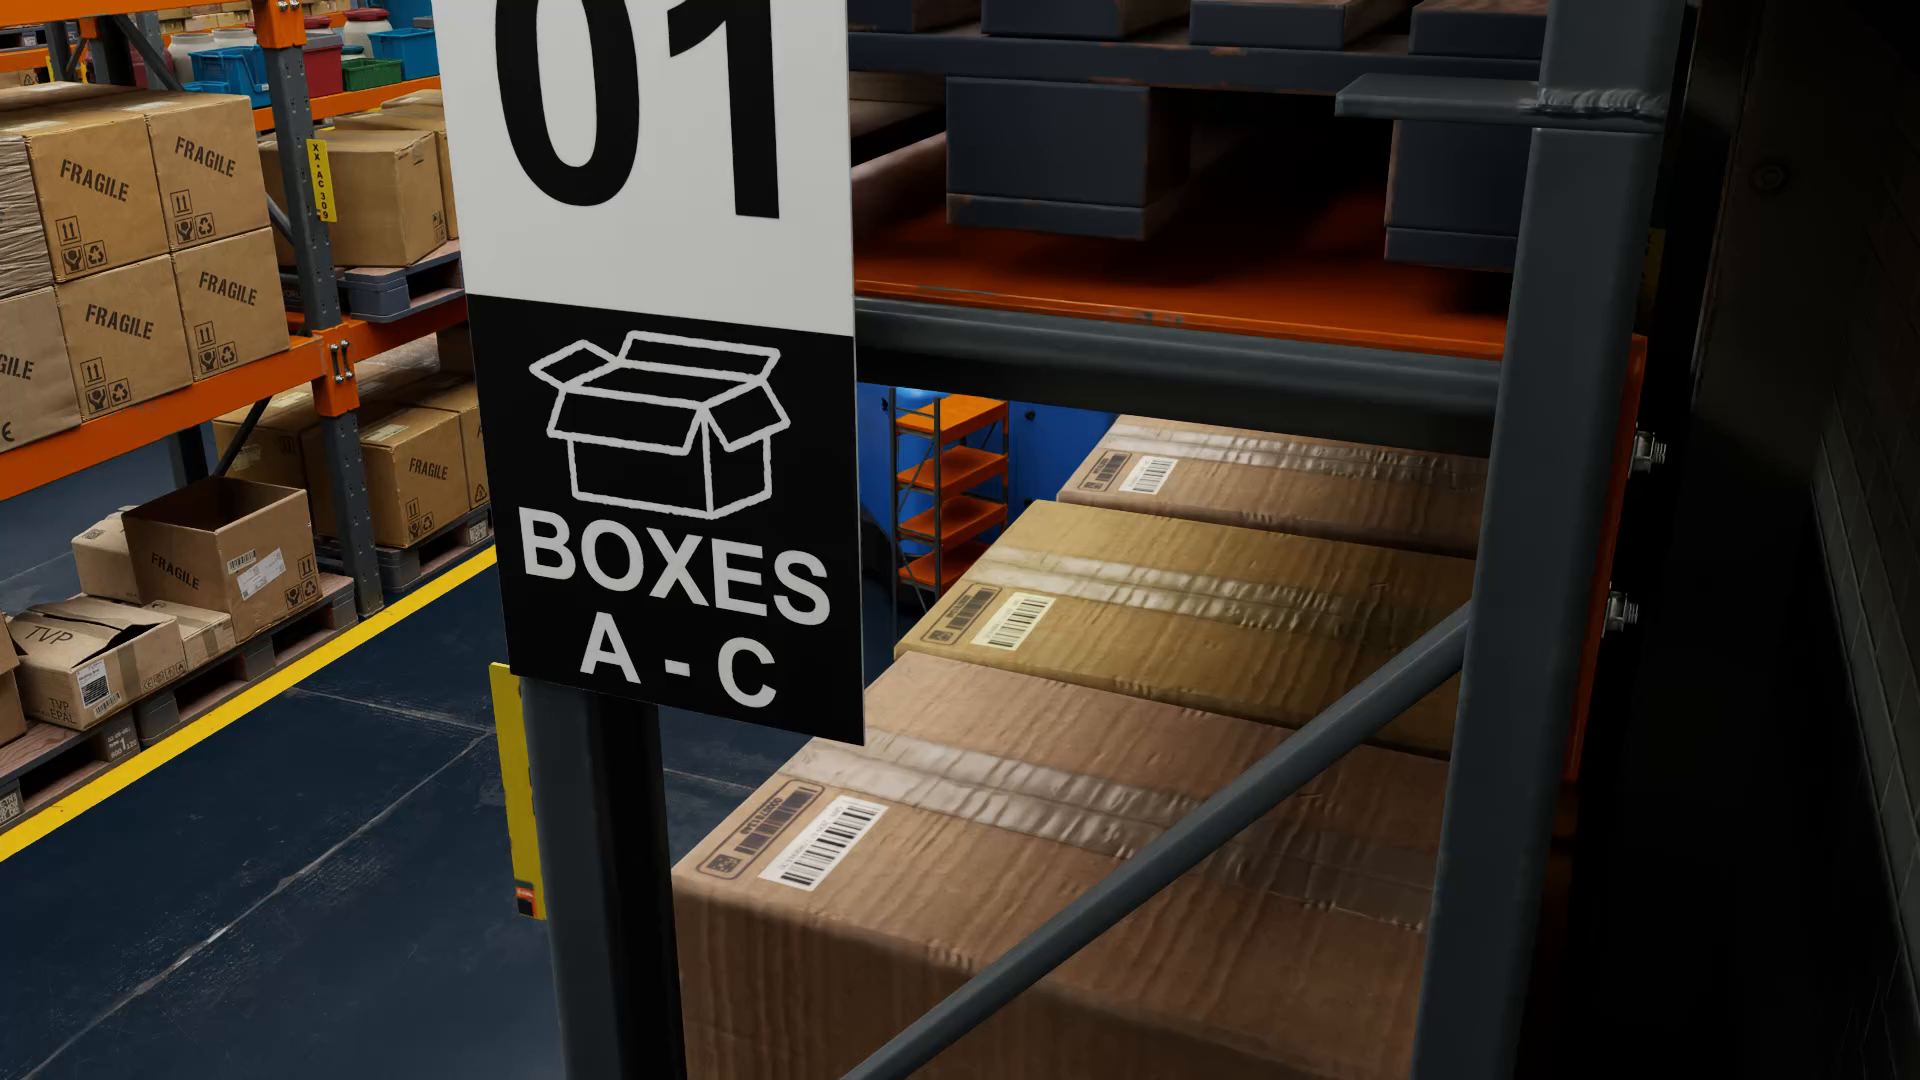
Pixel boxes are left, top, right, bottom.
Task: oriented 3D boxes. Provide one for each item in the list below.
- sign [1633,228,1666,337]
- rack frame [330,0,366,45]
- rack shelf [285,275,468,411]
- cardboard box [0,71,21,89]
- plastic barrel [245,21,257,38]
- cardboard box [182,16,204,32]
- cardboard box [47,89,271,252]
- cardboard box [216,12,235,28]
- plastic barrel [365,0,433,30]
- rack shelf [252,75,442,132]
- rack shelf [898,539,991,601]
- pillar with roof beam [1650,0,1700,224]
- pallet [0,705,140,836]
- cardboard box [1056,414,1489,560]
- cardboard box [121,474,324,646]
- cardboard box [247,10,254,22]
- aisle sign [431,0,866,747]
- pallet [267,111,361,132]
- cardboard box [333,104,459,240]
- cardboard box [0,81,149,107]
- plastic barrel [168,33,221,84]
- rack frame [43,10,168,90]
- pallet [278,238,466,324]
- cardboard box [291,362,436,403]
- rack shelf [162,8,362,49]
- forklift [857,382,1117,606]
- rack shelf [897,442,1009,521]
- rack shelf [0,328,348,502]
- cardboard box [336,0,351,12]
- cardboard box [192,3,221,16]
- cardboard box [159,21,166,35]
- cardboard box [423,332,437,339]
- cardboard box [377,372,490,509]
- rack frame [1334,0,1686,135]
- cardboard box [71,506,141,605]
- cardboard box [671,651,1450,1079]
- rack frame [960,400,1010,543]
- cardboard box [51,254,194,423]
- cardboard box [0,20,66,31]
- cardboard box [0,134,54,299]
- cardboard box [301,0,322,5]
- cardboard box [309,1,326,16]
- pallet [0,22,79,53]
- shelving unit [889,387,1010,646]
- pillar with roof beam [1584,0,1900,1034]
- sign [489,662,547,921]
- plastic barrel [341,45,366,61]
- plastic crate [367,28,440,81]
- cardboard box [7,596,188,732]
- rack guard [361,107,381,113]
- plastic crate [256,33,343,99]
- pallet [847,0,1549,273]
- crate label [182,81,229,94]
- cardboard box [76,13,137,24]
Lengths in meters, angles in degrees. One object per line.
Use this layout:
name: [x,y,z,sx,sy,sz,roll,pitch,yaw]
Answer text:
sign: [2.035,-0.772,4.980,0.100,0.325,0.005,9,24,20]
rack frame: [-7.820,-6.836,20.725,1.000,3.000,0.127,9,24,20]
rack shelf: [-2.338,-1.506,8.897,1.077,0.370,4.000,9,24,20]
cardboard box: [-12.903,-6.229,21.482,0.875,0.875,0.875,8,24,19]
plastic barrel: [-5.699,-4.030,13.830,0.433,0.535,0.433,0,23,0]
cardboard box: [-8.559,-5.678,18.278,0.380,0.149,0.250,9,24,20]
cardboard box: [-3.028,-1.412,6.311,0.500,0.500,0.500,9,24,20]
cardboard box: [-8.402,-5.862,18.717,0.380,0.149,0.250,9,24,20]
plastic barrel: [-5.132,-4.832,15.276,0.600,0.901,0.708,9,24,20]
rack shelf: [-5.450,-3.648,14.025,1.077,0.370,4.000,9,24,20]
rack shelf: [-0.038,0.142,7.042,0.258,0.148,0.480,15,27,32]
pillar with roof beam: [2.523,-7.719,15.054,9.100,9.000,0.400,9,24,20]
pallet: [-3.789,0.848,5.946,1.003,0.211,1.213,9,24,20]
cardboard box: [0.766,0.161,3.584,0.980,0.700,0.700,8,24,17]
cardboard box: [-3.029,0.072,6.857,0.500,0.500,0.500,9,24,20]
cardboard box: [-8.194,-6.037,19.137,0.380,0.149,0.250,9,24,20]
aisle sign: [-0.271,-0.200,1.464,0.394,0.787,0.004,9,24,20]
pallet: [-8.183,-5.237,20.513,1.003,0.211,1.213,9,24,20]
cardboard box: [-2.501,-1.755,7.885,0.700,0.500,0.500,13,26,28]
cardboard box: [-3.517,-1.502,6.526,0.500,0.500,0.500,9,24,21]
plastic barrel: [-6.009,-3.715,13.106,0.421,0.512,0.421,0,23,0]
rack frame: [-6.193,-3.264,12.173,1.000,3.000,0.127,9,24,20]
pallet: [-2.683,-1.304,7.730,1.003,0.211,1.213,9,24,20]
cardboard box: [-2.972,-0.565,8.384,0.500,0.500,0.500,9,24,20]
rack shelf: [-8.563,-5.789,19.150,1.077,0.370,4.000,9,24,20]
forklift: [-0.244,-1.600,8.278,1.130,2.935,3.031,-8,24,-18]
rack shelf: [-0.038,-0.247,6.880,0.258,0.148,0.480,15,27,32]
rack shelf: [-3.824,-0.075,5.471,1.077,0.370,4.000,9,24,20]
cardboard box: [-7.734,-6.589,20.458,0.380,0.149,0.250,9,24,20]
cardboard box: [-8.770,-6.108,18.465,0.875,0.500,0.500,9,24,20]
cardboard box: [-8.774,-5.504,17.861,0.380,0.149,0.250,9,24,20]
cardboard box: [-2.599,-0.927,9.250,0.500,0.500,0.500,8,24,18]
cardboard box: [-2.487,-0.503,8.234,0.500,0.500,0.500,9,24,21]
rack frame: [0.034,-1.751,0.768,1.000,3.000,0.127,9,24,20]
cardboard box: [-3.438,0.034,7.193,0.500,0.311,0.500,9,24,20]
cardboard box: [0.214,0.695,2.306,0.980,0.700,0.700,10,25,22]
rack frame: [0.103,-0.180,7.124,0.240,1.200,0.015,15,27,32]
cardboard box: [-3.219,-0.768,6.068,0.500,0.500,0.500,9,24,22]
cardboard box: [-9.731,-5.611,16.469,1.000,1.000,1.000,9,24,20]
cardboard box: [-3.404,-1.048,5.440,0.500,0.500,0.500,9,24,20]
cardboard box: [-8.124,-6.631,19.717,0.875,0.500,0.500,9,24,20]
cardboard box: [-7.872,-6.403,20.012,0.380,0.149,0.250,9,24,20]
pallet: [-9.725,-5.064,16.730,1.003,0.211,1.213,9,24,20]
shelving unit: [-0.038,-0.103,6.940,0.258,1.200,0.503,15,27,32]
pillar with roof beam: [-1.934,-3.425,4.774,9.100,9.000,0.400,9,24,20]
sign: [-0.465,0.291,1.853,0.100,0.325,0.005,9,24,20]
plastic barrel: [-5.341,-4.180,14.545,0.301,0.262,0.301,0,23,0]
plastic crate: [-4.828,-4.249,14.552,0.392,0.384,0.575,9,24,20]
cardboard box: [-3.308,0.428,6.251,0.500,0.311,0.500,9,24,20]
rack guard: [-7.848,-5.656,21.141,1.175,0.500,0.348,9,24,20]
plastic crate: [-5.308,-3.828,13.440,0.402,0.464,0.583,9,24,20]
pallet: [0.300,-0.593,2.002,1.003,0.211,1.213,9,24,20]
crate label: [-5.688,-3.284,12.438,0.303,0.233,0.416,9,24,20]
cardboard box: [-9.081,-5.740,17.585,0.875,0.500,0.500,9,24,20]
